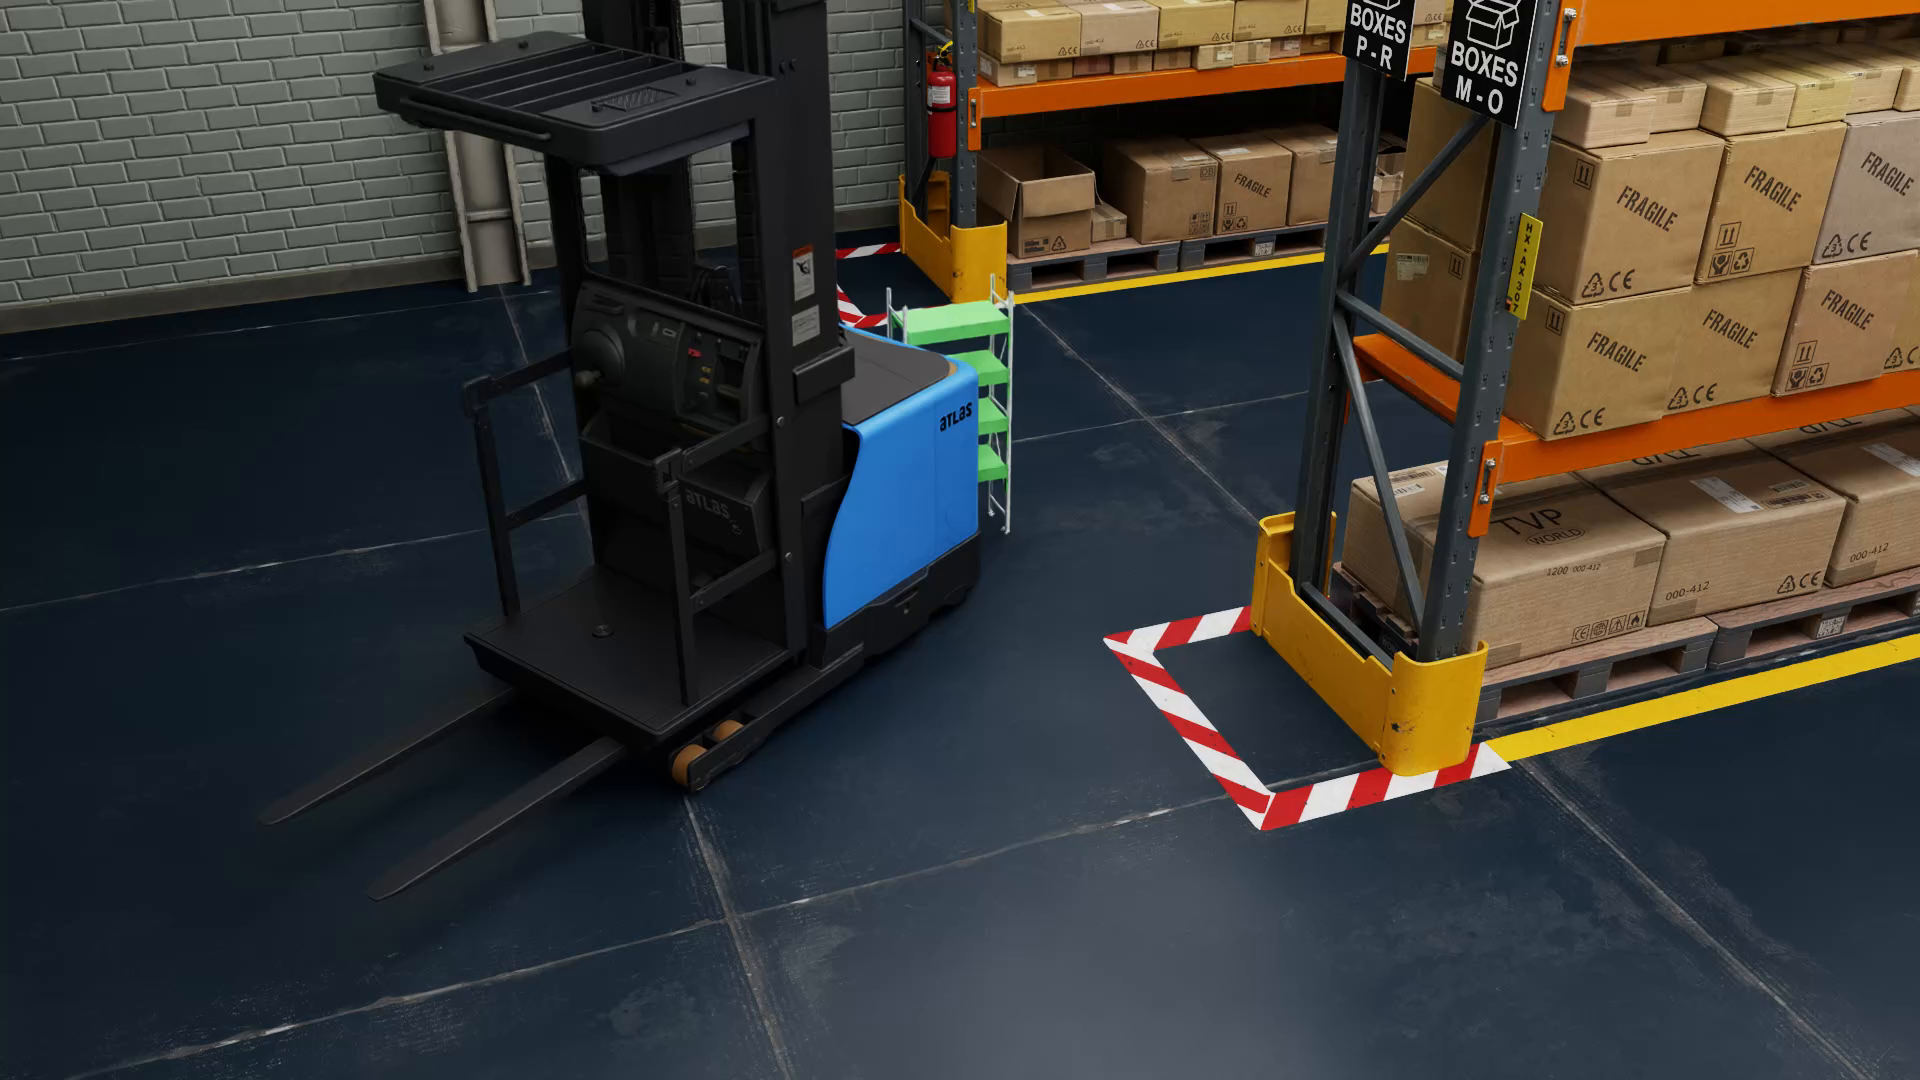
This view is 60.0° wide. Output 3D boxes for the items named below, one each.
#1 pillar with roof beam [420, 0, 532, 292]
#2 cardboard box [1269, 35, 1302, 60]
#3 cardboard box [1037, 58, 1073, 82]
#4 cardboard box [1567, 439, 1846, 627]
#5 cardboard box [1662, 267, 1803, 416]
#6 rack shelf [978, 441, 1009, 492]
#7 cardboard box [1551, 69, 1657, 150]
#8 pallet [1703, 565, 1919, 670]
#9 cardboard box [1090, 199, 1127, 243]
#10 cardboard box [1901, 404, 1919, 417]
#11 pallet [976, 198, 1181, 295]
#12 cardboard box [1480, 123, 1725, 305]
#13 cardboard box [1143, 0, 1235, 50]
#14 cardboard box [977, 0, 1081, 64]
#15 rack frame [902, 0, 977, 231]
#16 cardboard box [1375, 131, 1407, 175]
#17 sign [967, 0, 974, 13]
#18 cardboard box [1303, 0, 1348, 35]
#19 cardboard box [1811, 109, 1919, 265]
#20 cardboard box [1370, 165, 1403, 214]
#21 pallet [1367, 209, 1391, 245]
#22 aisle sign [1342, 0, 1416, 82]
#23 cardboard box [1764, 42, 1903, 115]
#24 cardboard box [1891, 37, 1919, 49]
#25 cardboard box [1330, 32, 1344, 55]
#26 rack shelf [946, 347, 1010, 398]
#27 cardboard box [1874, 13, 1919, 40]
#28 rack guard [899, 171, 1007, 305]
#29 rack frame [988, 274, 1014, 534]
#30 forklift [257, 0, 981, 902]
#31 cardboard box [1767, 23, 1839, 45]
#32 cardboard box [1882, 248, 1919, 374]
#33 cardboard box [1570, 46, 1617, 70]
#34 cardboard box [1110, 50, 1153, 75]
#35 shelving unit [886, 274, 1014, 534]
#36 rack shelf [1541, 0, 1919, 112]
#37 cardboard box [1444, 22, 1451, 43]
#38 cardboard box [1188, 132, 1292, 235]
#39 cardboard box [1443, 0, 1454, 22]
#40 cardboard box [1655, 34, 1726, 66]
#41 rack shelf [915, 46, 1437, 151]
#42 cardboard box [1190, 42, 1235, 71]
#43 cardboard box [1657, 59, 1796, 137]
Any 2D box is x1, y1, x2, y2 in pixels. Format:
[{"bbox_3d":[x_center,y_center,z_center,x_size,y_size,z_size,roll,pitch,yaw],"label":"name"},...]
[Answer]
[{"bbox_3d":[-1.470,-3.580,4.944,0.400,9.000,9.100,-10,31,-18],"label":"pillar with roof beam"},{"bbox_3d":[1.956,-3.169,10.536,0.250,0.149,0.380,-11,31,-18],"label":"cardboard box"},{"bbox_3d":[0.496,-2.904,10.071,0.250,0.149,0.380,-10,31,-16],"label":"cardboard box"},{"bbox_3d":[3.043,-0.107,7.072,0.875,0.438,0.875,-10,31,-16],"label":"cardboard box"},{"bbox_3d":[2.619,-0.809,6.039,0.500,0.500,0.500,-11,31,-18],"label":"cardboard box"},{"bbox_3d":[-0.044,-0.301,7.681,0.480,0.148,0.258,-11,31,-18],"label":"rack shelf"},{"bbox_3d":[2.034,-1.409,5.426,0.250,0.149,0.380,-10,31,-17],"label":"cardboard box"},{"bbox_3d":[3.468,0.113,7.339,1.213,0.211,1.003,-10,31,-18],"label":"pallet"},{"bbox_3d":[0.888,-2.079,10.825,0.250,0.149,0.380,-12,32,-20],"label":"cardboard box"},{"bbox_3d":[4.728,-0.417,7.616,0.875,0.438,0.875,-11,31,-18],"label":"cardboard box"},{"bbox_3d":[0.688,-1.958,10.973,1.213,0.211,1.003,-10,31,-18],"label":"pallet"},{"bbox_3d":[2.154,-1.145,5.618,0.500,0.500,0.500,-11,32,-19],"label":"cardboard box"},{"bbox_3d":[1.336,-3.212,10.208,0.500,0.250,0.500,-11,31,-19],"label":"cardboard box"},{"bbox_3d":[0.390,-3.036,9.899,0.500,0.250,0.500,-10,31,-17],"label":"cardboard box"},{"bbox_3d":[-0.130,-3.018,10.018,0.127,3.000,1.000,-10,31,-18],"label":"rack frame"},{"bbox_3d":[2.918,-2.719,11.783,0.500,0.311,0.500,-9,31,-16],"label":"cardboard box"},{"bbox_3d":[0.060,-3.143,9.361,0.005,0.325,0.100,-10,31,-18],"label":"sign"},{"bbox_3d":[2.291,-3.398,10.536,0.500,0.250,0.500,-11,31,-18],"label":"cardboard box"},{"bbox_3d":[3.115,-1.329,5.942,0.500,0.500,0.500,-11,31,-18],"label":"cardboard box"},{"bbox_3d":[2.865,-2.409,11.286,0.258,0.266,0.396,-9,31,-16],"label":"cardboard box"},{"bbox_3d":[2.975,-2.379,11.713,1.213,0.211,1.003,-10,31,-18],"label":"pallet"},{"bbox_3d":[1.429,-1.977,5.564,0.004,0.787,0.394,-10,31,-18],"label":"aisle sign"},{"bbox_3d":[3.006,-1.602,5.766,0.250,0.149,0.380,-10,31,-17],"label":"cardboard box"},{"bbox_3d":[3.502,-1.657,5.861,0.250,0.149,0.380,-11,32,-19],"label":"cardboard box"},{"bbox_3d":[2.452,-3.226,10.637,0.250,0.149,0.380,-11,31,-18],"label":"cardboard box"},{"bbox_3d":[-0.044,-0.718,7.443,0.480,0.148,0.258,-11,31,-18],"label":"rack shelf"},{"bbox_3d":[3.533,-1.978,6.425,0.250,0.149,0.380,-10,31,-17],"label":"cardboard box"},{"bbox_3d":[-0.058,-1.945,10.659,0.348,0.500,1.175,-10,31,-18],"label":"rack guard"},{"bbox_3d":[0.184,-0.608,7.605,0.015,1.200,0.240,-11,31,-18],"label":"rack frame"},{"bbox_3d":[-1.202,-0.627,5.890,1.130,2.935,3.031,21,36,32],"label":"forklift"},{"bbox_3d":[3.048,-1.876,6.247,0.250,0.149,0.380,-10,31,-16],"label":"cardboard box"},{"bbox_3d":[3.566,-0.983,6.344,0.500,0.500,0.500,-9,31,-16],"label":"cardboard box"},{"bbox_3d":[2.101,-1.686,5.912,0.250,0.149,0.380,-10,31,-17],"label":"cardboard box"},{"bbox_3d":[0.989,-2.981,10.205,0.250,0.149,0.380,-9,31,-16],"label":"cardboard box"},{"bbox_3d":[-0.044,-0.565,7.530,0.503,1.200,0.258,-11,31,-18],"label":"shelving unit"},{"bbox_3d":[3.479,-2.052,6.018,4.000,0.370,1.077,-10,31,-18],"label":"rack shelf"},{"bbox_3d":[3.172,-3.372,10.893,0.250,0.149,0.380,-10,31,-16],"label":"cardboard box"},{"bbox_3d":[1.822,-2.351,10.947,0.500,0.500,0.500,-10,31,-17],"label":"cardboard box"},{"bbox_3d":[3.227,-3.572,10.840,0.500,0.250,0.500,-10,31,-16],"label":"cardboard box"},{"bbox_3d":[2.564,-1.794,6.102,0.250,0.149,0.380,-10,31,-16],"label":"cardboard box"},{"bbox_3d":[1.745,-3.051,10.802,4.000,0.370,1.077,-10,31,-18],"label":"rack shelf"},{"bbox_3d":[1.499,-3.038,10.306,0.250,0.149,0.380,-11,32,-19],"label":"cardboard box"},{"bbox_3d":[2.538,-1.478,5.549,0.250,0.149,0.380,-9,31,-16],"label":"cardboard box"}]
